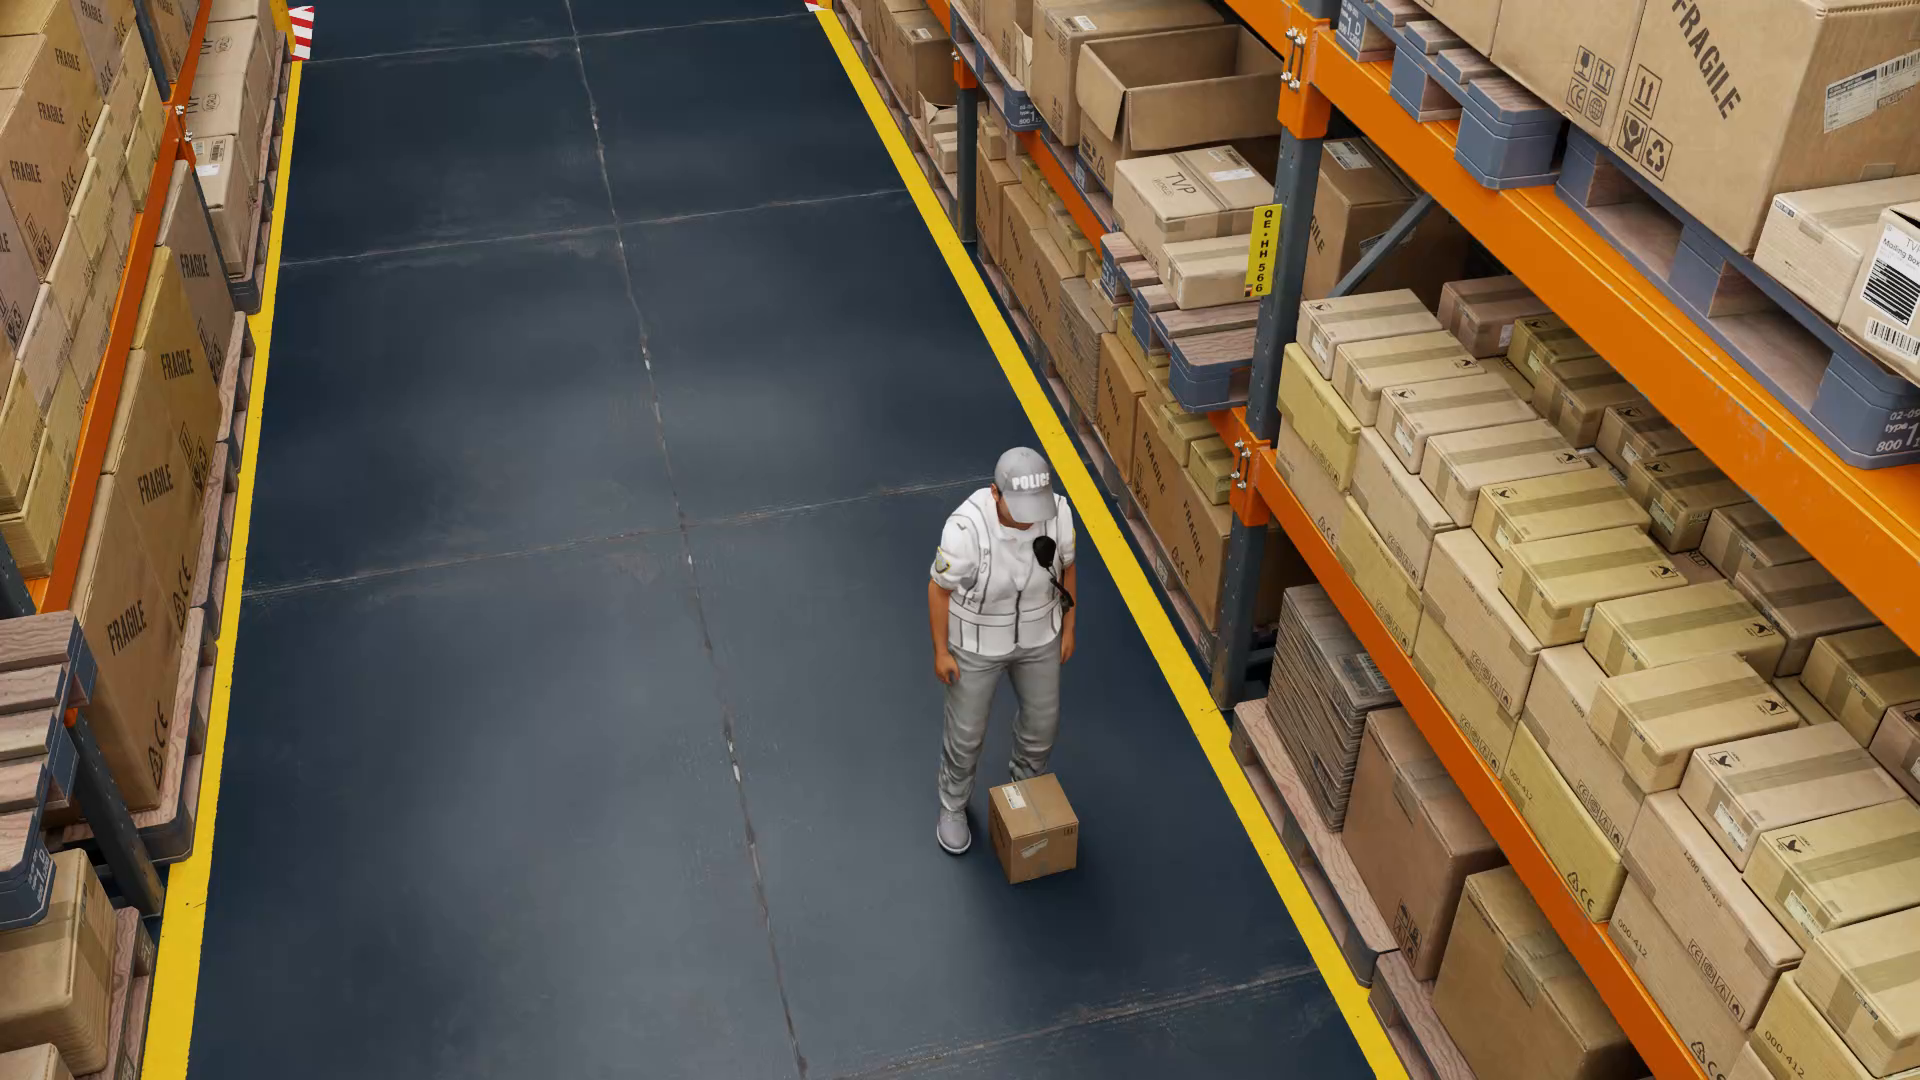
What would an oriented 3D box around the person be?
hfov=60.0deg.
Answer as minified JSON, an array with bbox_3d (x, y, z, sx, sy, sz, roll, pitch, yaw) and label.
[{"bbox_3d":[0.152,0.355,5.701,0.538,1.665,0.468,-11,40,-13],"label":"person"}]
